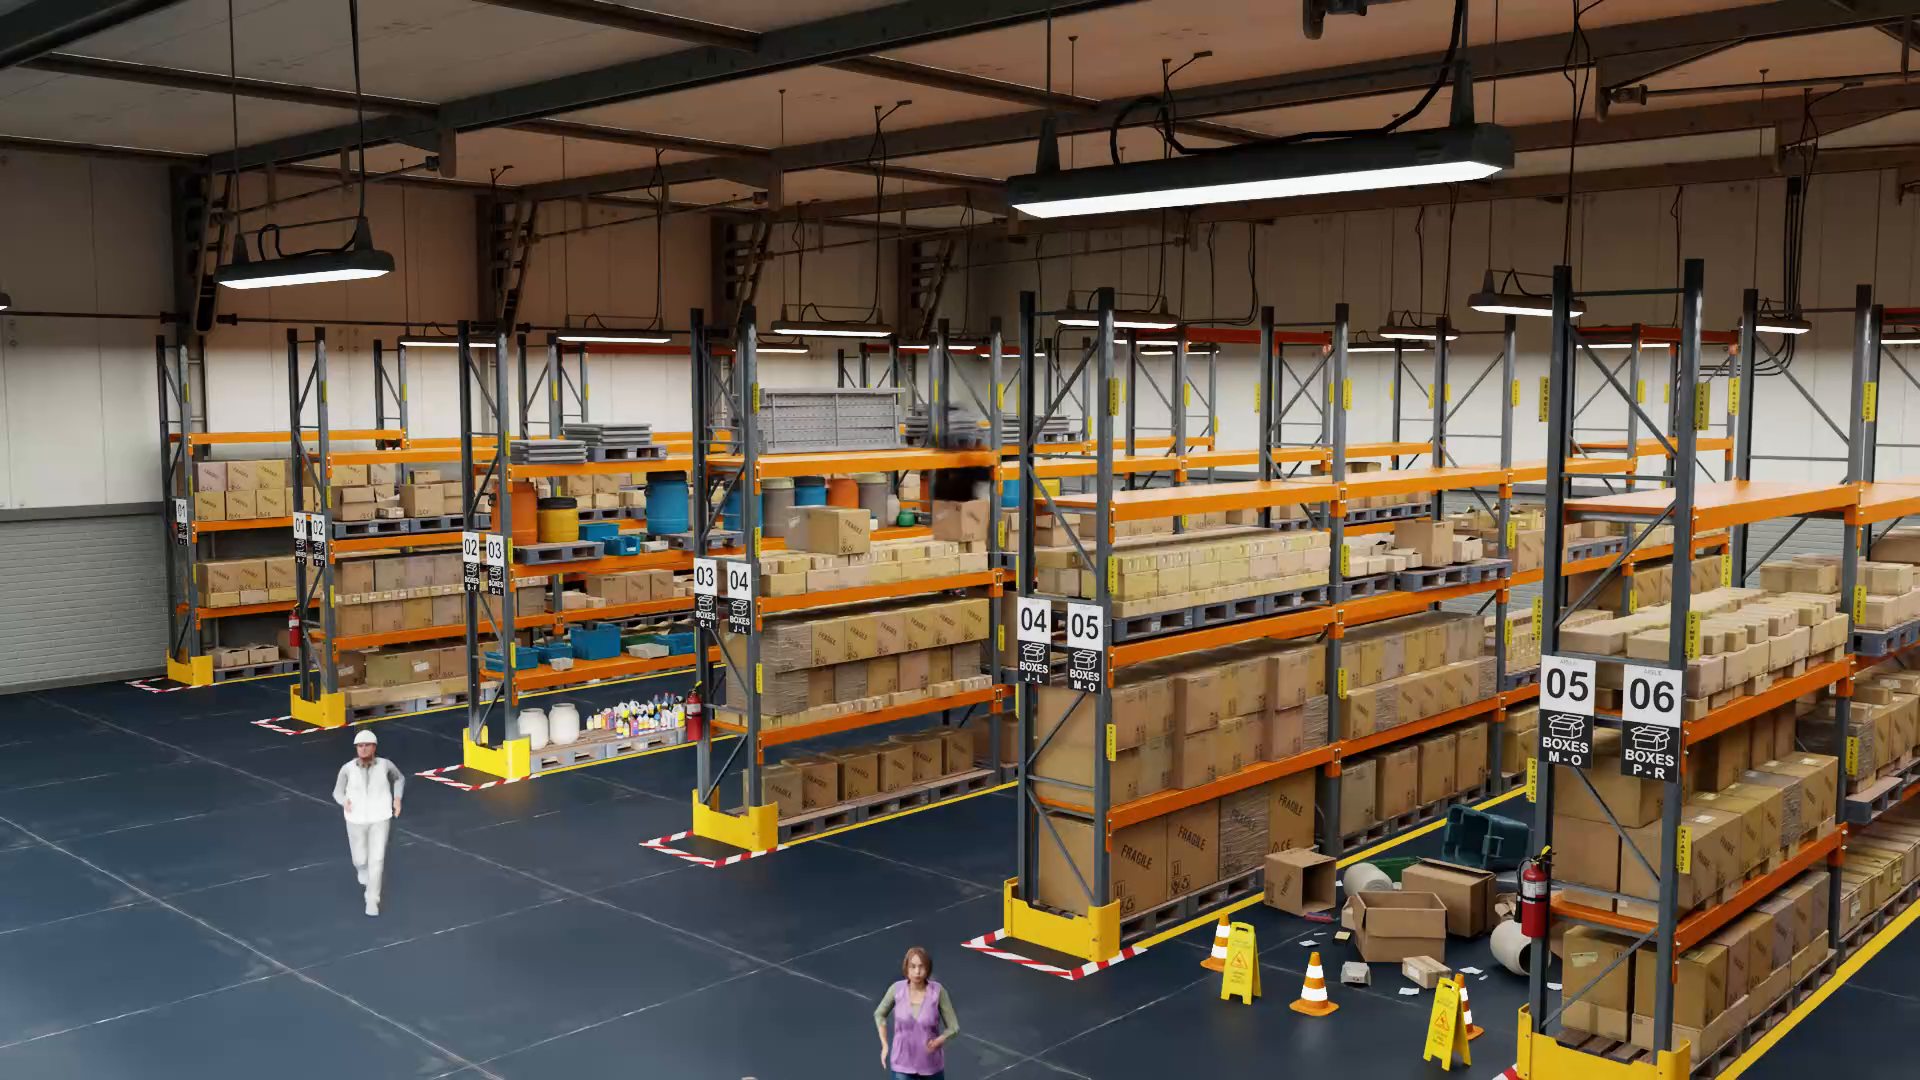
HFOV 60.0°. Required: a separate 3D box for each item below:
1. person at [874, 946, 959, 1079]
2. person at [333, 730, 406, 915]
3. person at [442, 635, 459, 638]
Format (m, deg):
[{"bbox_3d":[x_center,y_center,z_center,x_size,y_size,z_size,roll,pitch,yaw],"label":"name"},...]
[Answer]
[{"bbox_3d":[-0.280,3.376,10.670,0.547,1.570,0.822,0,5,-2],"label":"person"},{"bbox_3d":[-5.834,2.750,16.442,0.676,1.741,0.971,-2,6,-16],"label":"person"},{"bbox_3d":[-8.810,1.598,28.781,0.548,1.745,0.661,-5,7,-44],"label":"person"}]
